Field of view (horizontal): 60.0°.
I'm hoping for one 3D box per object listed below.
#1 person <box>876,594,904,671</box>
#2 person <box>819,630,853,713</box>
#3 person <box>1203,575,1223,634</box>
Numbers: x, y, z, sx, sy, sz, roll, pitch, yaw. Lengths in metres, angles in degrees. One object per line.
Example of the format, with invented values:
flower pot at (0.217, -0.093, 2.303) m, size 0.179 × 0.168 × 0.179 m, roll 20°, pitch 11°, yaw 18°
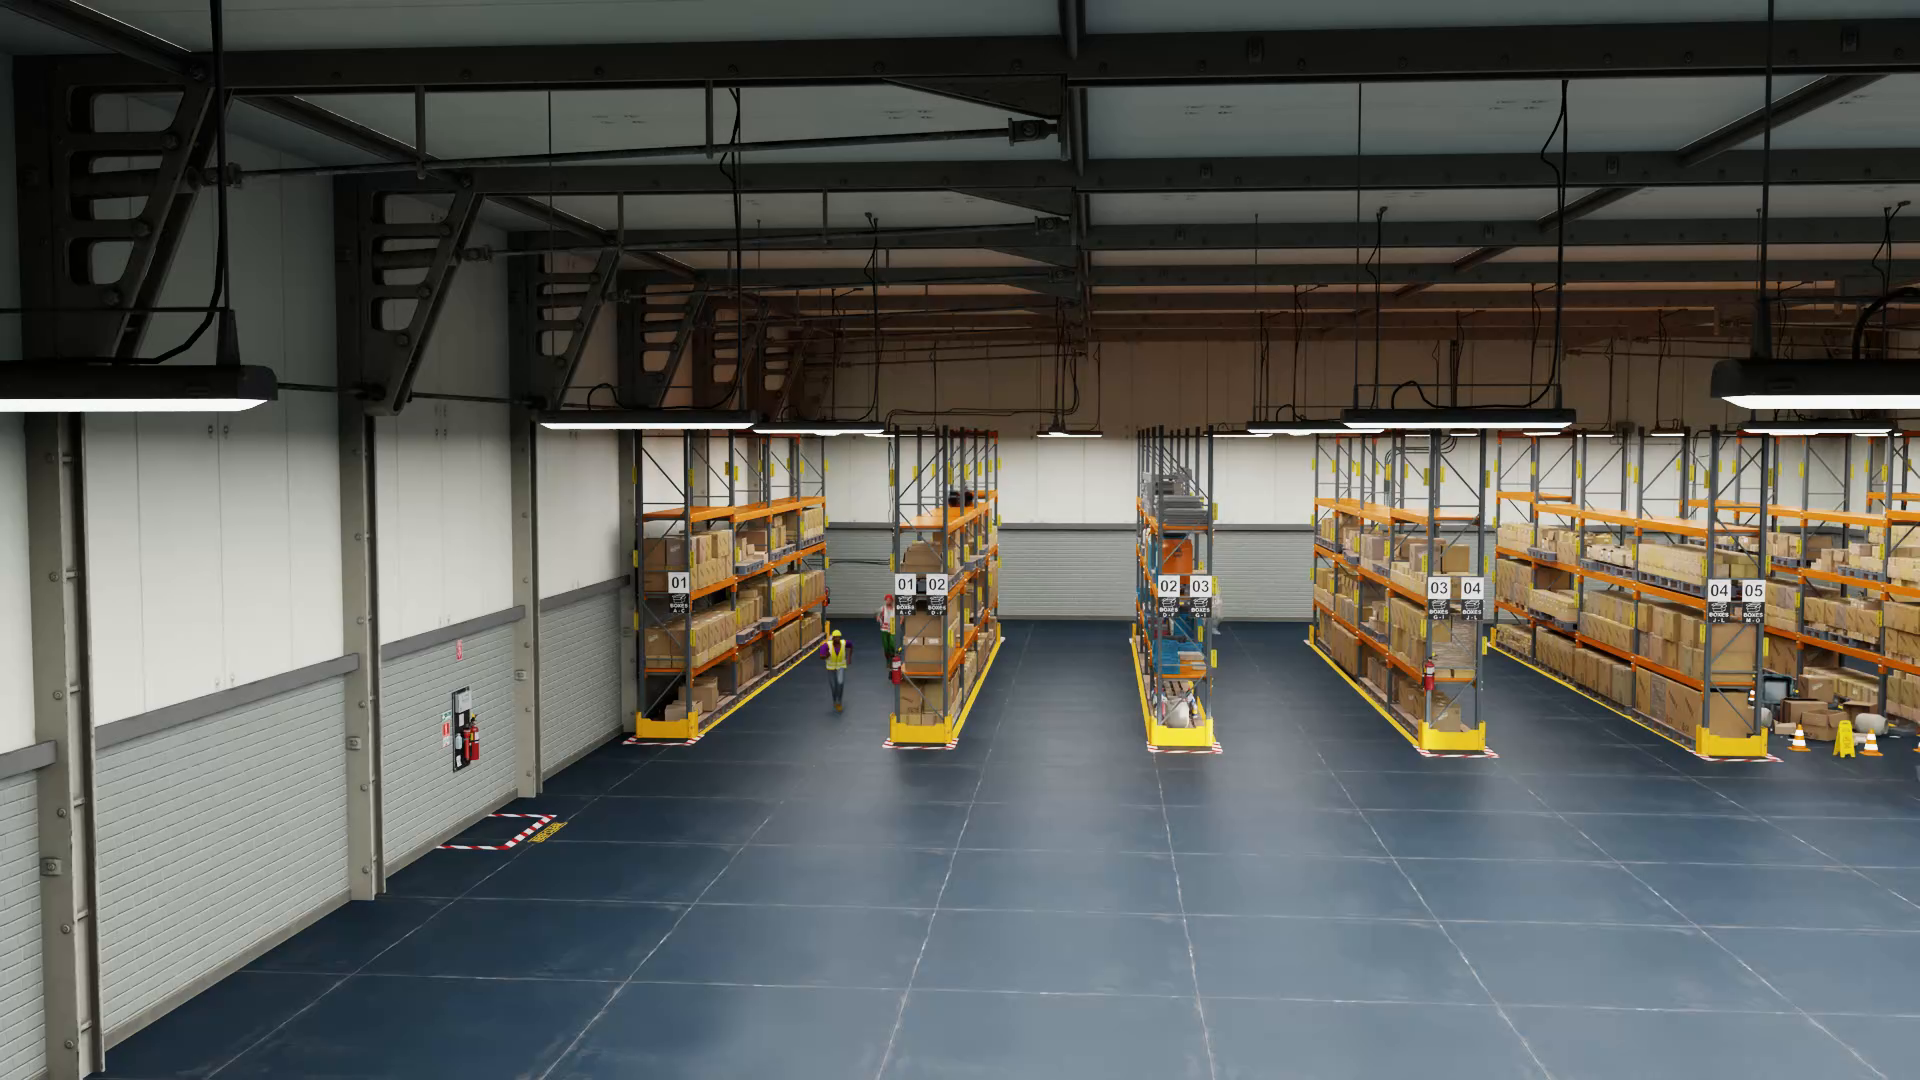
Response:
person at (-1.681, 2.214, 39.593) m, size 0.638 × 1.838 × 0.639 m, roll 0°, pitch 3°, yaw 5°
person at (-2.617, 2.748, 35.162) m, size 0.684 × 1.754 × 0.936 m, roll 0°, pitch 3°, yaw 0°
person at (7.468, 1.912, 49.146) m, size 0.599 × 1.731 × 0.729 m, roll 1°, pitch 4°, yaw 16°
